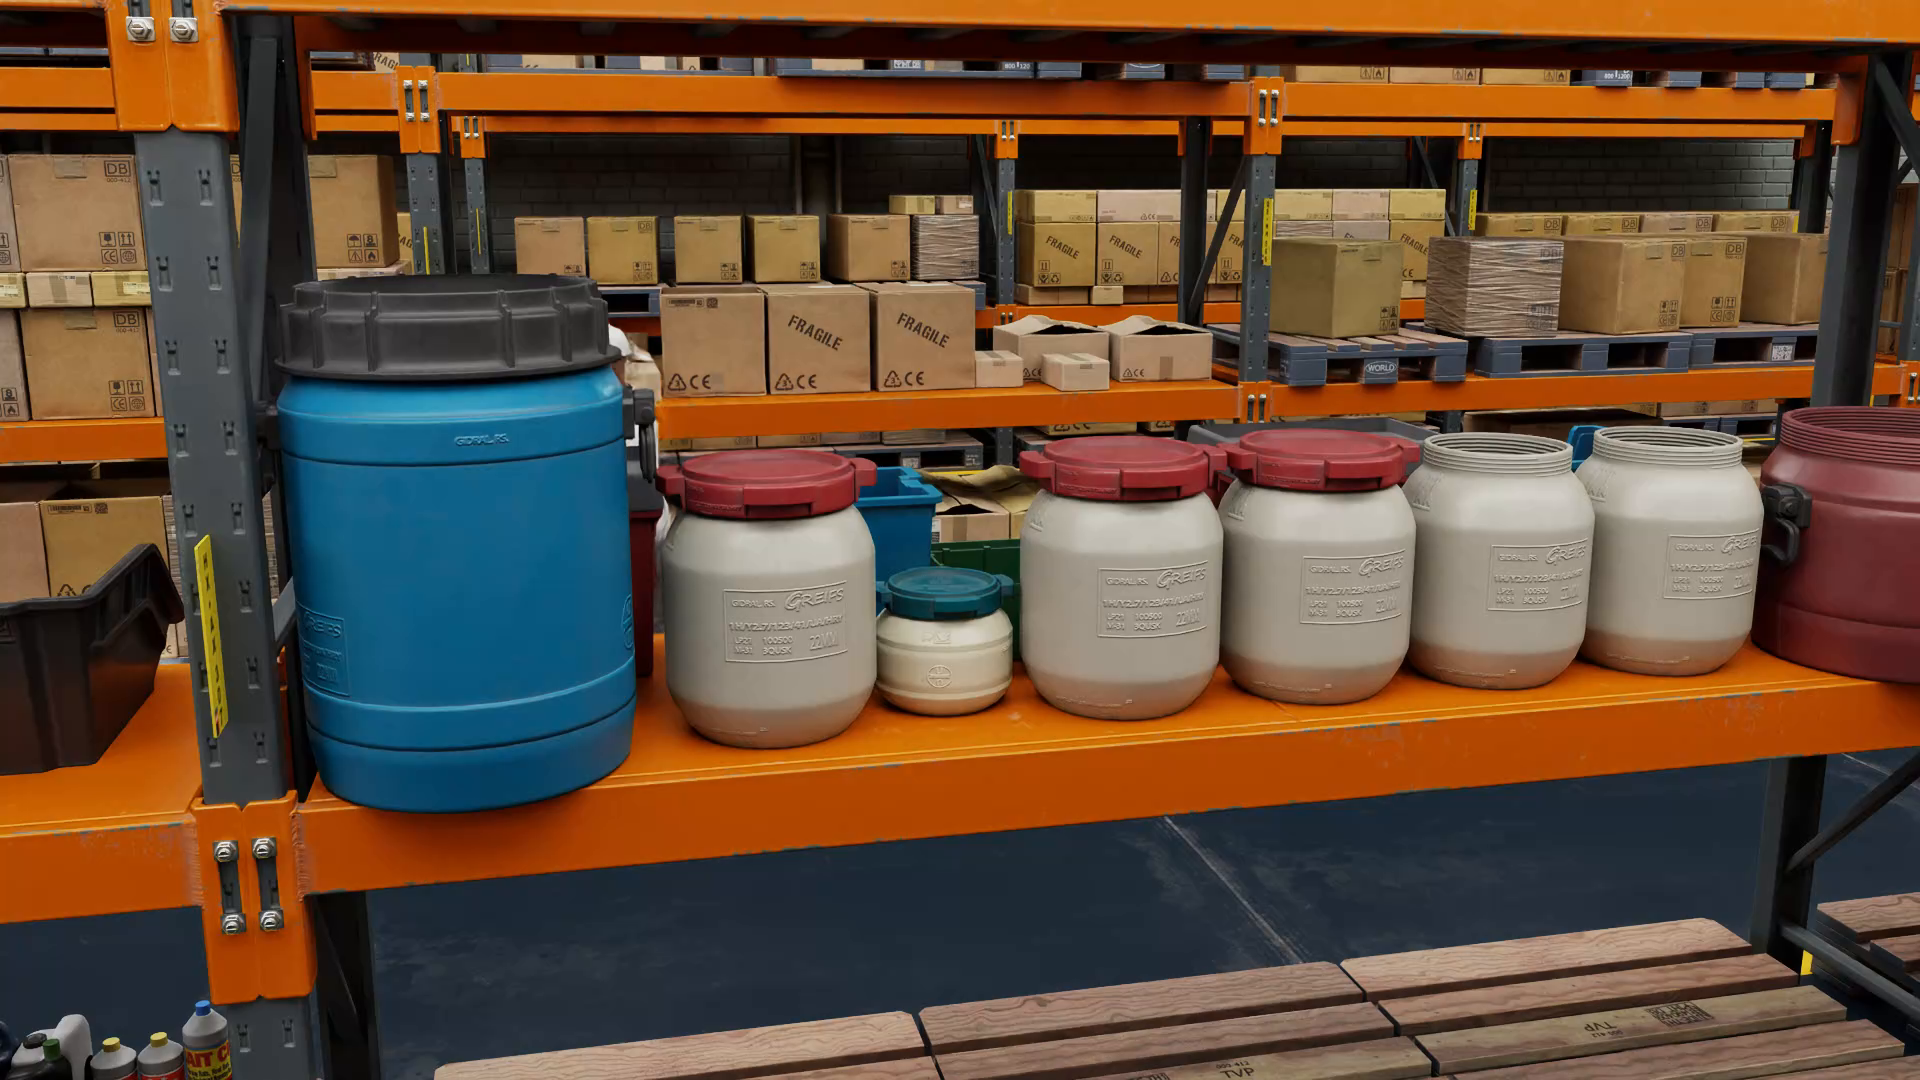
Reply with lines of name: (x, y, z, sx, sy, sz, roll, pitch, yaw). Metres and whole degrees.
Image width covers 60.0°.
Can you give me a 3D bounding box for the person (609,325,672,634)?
person: (-1.377, 0.020, 6.952, 0.624, 1.831, 0.593, -3, 13, -12)
